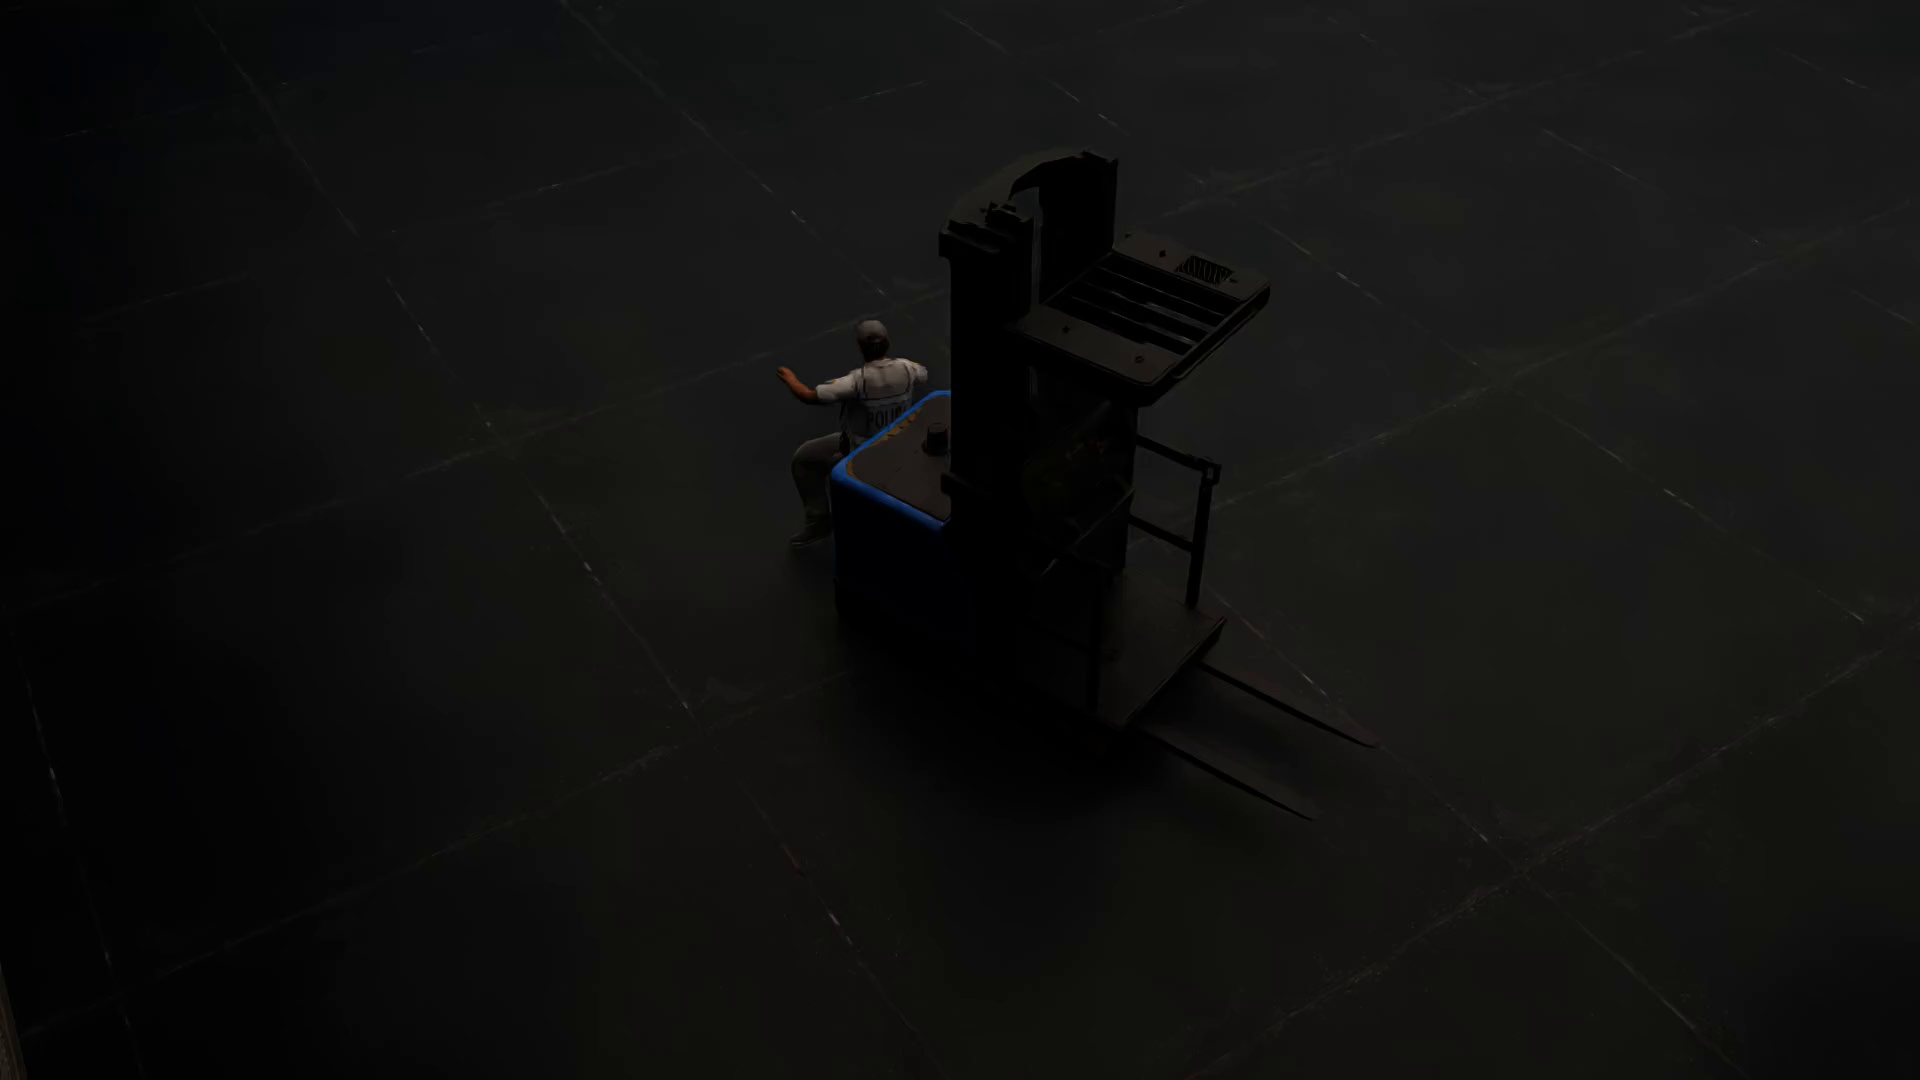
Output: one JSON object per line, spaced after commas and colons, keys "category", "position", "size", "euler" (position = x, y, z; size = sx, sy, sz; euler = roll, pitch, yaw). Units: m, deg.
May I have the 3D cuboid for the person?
{"category": "person", "position": [-0.534, -0.681, 9.736], "size": [1.113, 1.434, 0.683], "euler": [-15, 43, -16]}

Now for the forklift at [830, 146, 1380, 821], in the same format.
{"category": "forklift", "position": [0.763, -0.334, 8.253], "size": [3.031, 2.935, 1.130], "euler": [27, 48, 27]}
